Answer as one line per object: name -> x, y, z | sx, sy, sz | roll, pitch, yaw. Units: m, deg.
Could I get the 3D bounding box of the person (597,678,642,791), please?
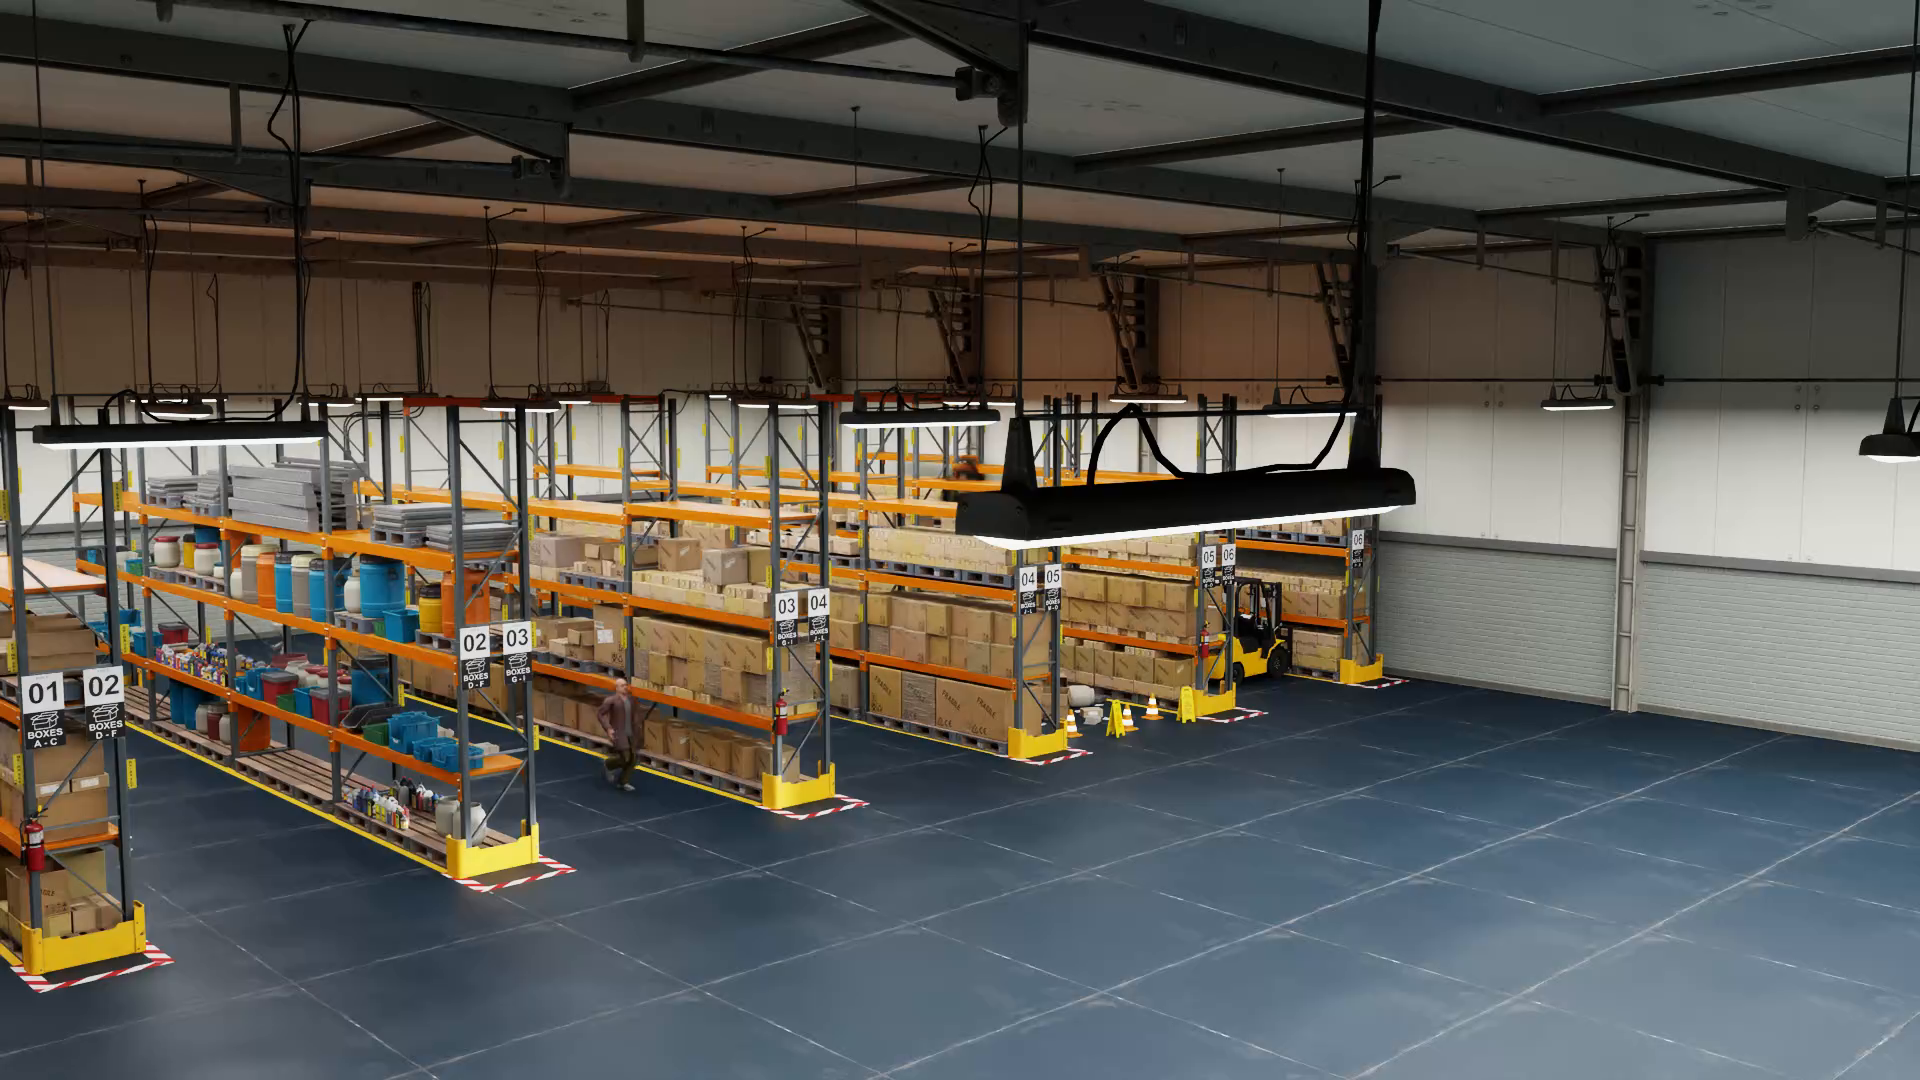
person -> -5.217, 3.029, 25.666 | 0.634, 1.667, 0.714 | 5, 7, 41

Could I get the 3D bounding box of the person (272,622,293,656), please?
person -> -15.136, 1.915, 37.185 | 0.548, 1.649, 0.611 | -3, 6, -28
